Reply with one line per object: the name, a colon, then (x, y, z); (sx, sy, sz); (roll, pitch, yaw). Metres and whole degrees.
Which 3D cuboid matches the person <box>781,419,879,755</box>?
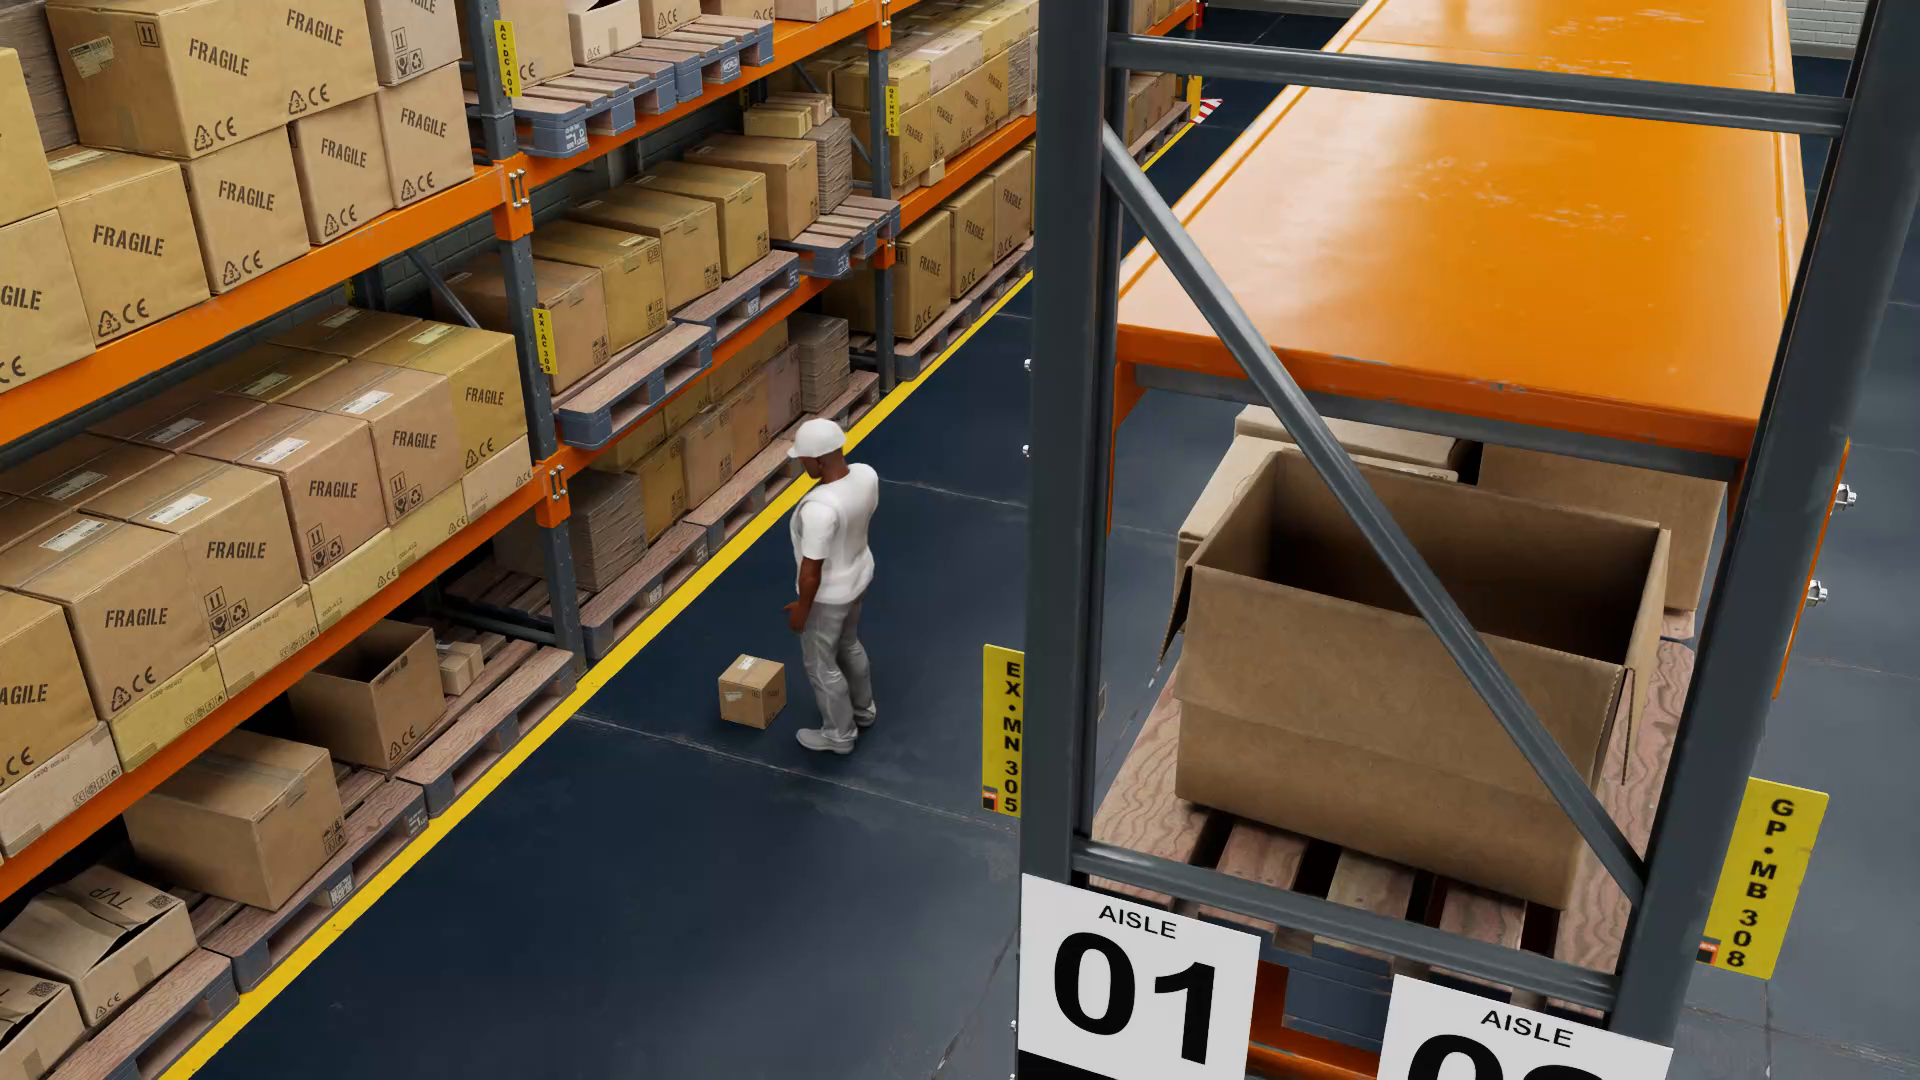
person: (-0.615, 0.221, 7.989); (0.368, 1.759, 0.568); (12, 32, 20)
